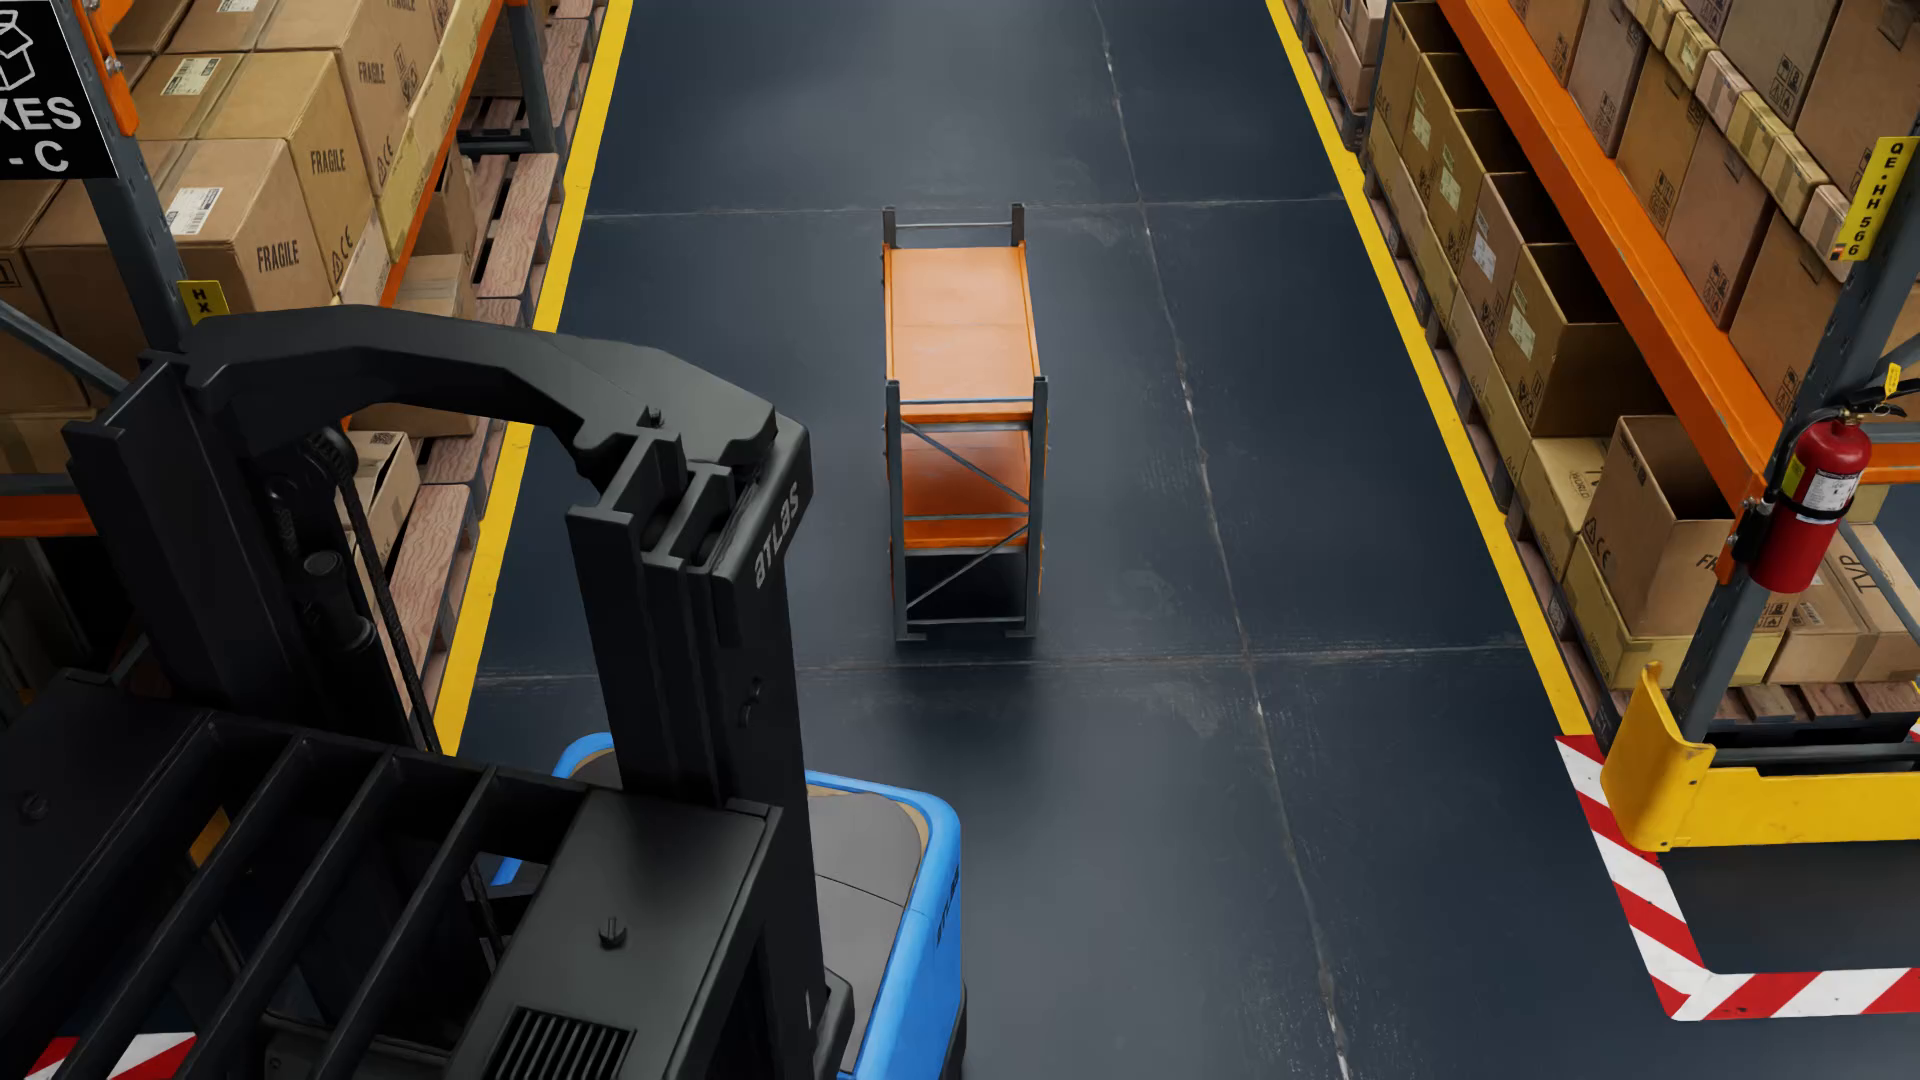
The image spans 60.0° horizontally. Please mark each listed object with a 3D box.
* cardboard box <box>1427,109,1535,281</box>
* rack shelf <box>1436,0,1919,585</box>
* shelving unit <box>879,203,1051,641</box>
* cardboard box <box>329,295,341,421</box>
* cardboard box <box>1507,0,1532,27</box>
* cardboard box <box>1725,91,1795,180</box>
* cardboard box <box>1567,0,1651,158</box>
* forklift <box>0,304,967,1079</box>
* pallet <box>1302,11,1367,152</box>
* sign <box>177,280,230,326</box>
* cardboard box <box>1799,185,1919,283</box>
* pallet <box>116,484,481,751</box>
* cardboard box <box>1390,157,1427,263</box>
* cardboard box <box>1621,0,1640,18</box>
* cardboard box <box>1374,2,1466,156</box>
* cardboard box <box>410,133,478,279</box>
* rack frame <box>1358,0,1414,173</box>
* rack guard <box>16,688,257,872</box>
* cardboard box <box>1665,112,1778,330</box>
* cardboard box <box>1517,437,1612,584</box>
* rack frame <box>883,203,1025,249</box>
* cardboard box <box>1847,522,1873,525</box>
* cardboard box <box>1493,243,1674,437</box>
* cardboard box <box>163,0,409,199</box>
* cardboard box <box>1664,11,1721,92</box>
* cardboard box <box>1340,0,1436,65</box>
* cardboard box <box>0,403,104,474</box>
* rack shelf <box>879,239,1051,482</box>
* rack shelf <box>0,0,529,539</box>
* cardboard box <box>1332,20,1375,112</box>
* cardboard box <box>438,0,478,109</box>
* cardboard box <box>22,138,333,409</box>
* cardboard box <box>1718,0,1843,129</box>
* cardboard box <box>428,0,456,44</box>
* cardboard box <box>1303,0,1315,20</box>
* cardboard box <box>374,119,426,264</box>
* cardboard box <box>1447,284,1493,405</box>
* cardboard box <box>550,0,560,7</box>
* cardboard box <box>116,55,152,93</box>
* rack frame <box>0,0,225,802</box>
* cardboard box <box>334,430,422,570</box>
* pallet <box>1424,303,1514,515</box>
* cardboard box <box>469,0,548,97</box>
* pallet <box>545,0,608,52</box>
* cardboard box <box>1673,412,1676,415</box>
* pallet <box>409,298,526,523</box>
[{"bbox_3d":[2.244,-1.401,6.728,0.500,0.500,0.500,-2,43,-2],"label":"cardboard box"},{"bbox_3d":[2.579,-1.365,6.052,1.077,0.370,4.000,-2,43,-2],"label":"rack shelf"},{"bbox_3d":[0.000,-0.419,5.875,0.538,1.125,1.048,-2,43,-2],"label":"shelving unit"},{"bbox_3d":[-1.988,-0.426,4.591,0.500,0.250,0.500,-3,43,-3],"label":"cardboard box"},{"bbox_3d":[2.548,-2.362,6.533,0.700,0.500,0.500,-2,43,-2],"label":"cardboard box"},{"bbox_3d":[2.434,-1.158,4.739,0.380,0.149,0.250,-2,43,-2],"label":"cardboard box"},{"bbox_3d":[2.589,-1.677,5.786,0.700,0.500,0.500,0,43,-1],"label":"cardboard box"},{"bbox_3d":[-0.828,1.222,2.747,1.130,2.935,3.031,9,43,10],"label":"forklift"},{"bbox_3d":[2.424,-2.449,8.765,1.003,0.211,1.213,-2,43,-2],"label":"pallet"},{"bbox_3d":[-1.743,-0.470,3.902,0.100,0.325,0.005,-2,43,-2],"label":"sign"},{"bbox_3d":[2.458,-0.809,4.358,0.380,0.149,0.250,-2,43,-3],"label":"cardboard box"},{"bbox_3d":[-2.287,0.292,5.775,1.003,0.211,1.213,-2,43,-2],"label":"pallet"},{"bbox_3d":[2.227,-1.462,7.349,0.500,0.250,0.500,-2,43,-2],"label":"cardboard box"},{"bbox_3d":[2.390,-1.856,5.500,0.380,0.149,0.250,-2,43,-2],"label":"cardboard box"},{"bbox_3d":[2.201,-2.076,7.464,0.500,0.500,0.500,-2,43,-2],"label":"cardboard box"},{"bbox_3d":[-2.371,-1.377,7.057,0.500,0.500,0.500,-5,43,-5],"label":"cardboard box"},{"bbox_3d":[2.494,-2.980,7.282,1.000,3.000,0.127,-2,43,-2],"label":"rack frame"},{"bbox_3d":[-2.288,0.735,5.078,1.175,0.500,0.348,-2,43,-2],"label":"rack guard"},{"bbox_3d":[2.630,-0.987,5.033,0.700,0.500,0.500,-1,43,-1],"label":"cardboard box"},{"bbox_3d":[2.313,-0.112,5.876,0.500,0.250,0.500,-2,43,-2],"label":"cardboard box"},{"bbox_3d":[-0.022,-0.762,6.249,0.500,1.125,0.032,-2,43,-2],"label":"rack frame"},{"bbox_3d":[2.839,-0.127,5.893,0.500,0.250,0.500,-2,43,-2],"label":"cardboard box"},{"bbox_3d":[2.287,-0.726,5.991,0.500,0.500,0.500,-2,43,-2],"label":"cardboard box"},{"bbox_3d":[-2.032,-1.378,5.074,0.500,0.500,0.500,-3,43,-3],"label":"cardboard box"},{"bbox_3d":[2.414,-1.505,5.118,0.380,0.149,0.250,0,43,0],"label":"cardboard box"},{"bbox_3d":[2.191,-2.594,8.169,0.500,0.311,0.500,-2,43,-2],"label":"cardboard box"},{"bbox_3d":[-2.498,-0.397,4.560,0.500,0.250,0.500,-1,43,-1],"label":"cardboard box"},{"bbox_3d":[0.000,-0.635,5.677,0.538,0.278,1.000,-2,43,-2],"label":"rack shelf"},{"bbox_3d":[-2.370,-1.220,5.894,1.077,0.370,4.000,-2,43,-2],"label":"rack shelf"},{"bbox_3d":[2.187,-2.393,8.365,0.500,0.250,0.500,-2,43,-2],"label":"cardboard box"},{"bbox_3d":[-2.082,-1.801,6.091,0.500,0.250,0.500,-2,43,-2],"label":"cardboard box"},{"bbox_3d":[-2.005,-0.695,4.329,0.500,0.500,0.500,-2,43,-2],"label":"cardboard box"},{"bbox_3d":[2.627,-1.501,4.634,0.700,0.500,0.500,-3,43,-3],"label":"cardboard box"},{"bbox_3d":[-2.088,-2.077,5.837,0.500,0.500,0.500,-3,43,-3],"label":"cardboard box"},{"bbox_3d":[2.145,-3.080,9.115,0.500,0.250,0.500,-1,43,-1],"label":"cardboard box"},{"bbox_3d":[-2.040,-1.120,5.348,0.500,0.250,0.500,-2,43,-2],"label":"cardboard box"},{"bbox_3d":[2.270,-0.787,6.613,0.500,0.250,0.500,-2,43,-2],"label":"cardboard box"},{"bbox_3d":[-2.556,-3.266,9.117,0.700,0.500,0.500,-1,43,-1],"label":"cardboard box"},{"bbox_3d":[-2.529,-1.016,4.680,0.500,0.500,0.500,-1,43,-1],"label":"cardboard box"},{"bbox_3d":[-2.285,-0.135,4.178,1.000,3.000,0.127,-2,43,-2],"label":"rack frame"},{"bbox_3d":[-2.249,-0.161,5.870,0.500,0.311,0.500,2,43,2],"label":"cardboard box"},{"bbox_3d":[2.541,-0.589,6.736,1.003,0.211,1.213,-2,43,-2],"label":"pallet"},{"bbox_3d":[-2.503,-2.573,8.361,0.700,0.500,0.500,0,43,0],"label":"cardboard box"},{"bbox_3d":[-2.544,-3.159,9.540,1.003,0.211,1.213,-2,43,-2],"label":"pallet"},{"bbox_3d":[2.806,-0.741,6.007,0.500,0.500,0.500,-2,43,-2],"label":"cardboard box"},{"bbox_3d":[-2.336,-0.530,6.672,1.003,0.211,1.213,-2,43,-2],"label":"pallet"}]
